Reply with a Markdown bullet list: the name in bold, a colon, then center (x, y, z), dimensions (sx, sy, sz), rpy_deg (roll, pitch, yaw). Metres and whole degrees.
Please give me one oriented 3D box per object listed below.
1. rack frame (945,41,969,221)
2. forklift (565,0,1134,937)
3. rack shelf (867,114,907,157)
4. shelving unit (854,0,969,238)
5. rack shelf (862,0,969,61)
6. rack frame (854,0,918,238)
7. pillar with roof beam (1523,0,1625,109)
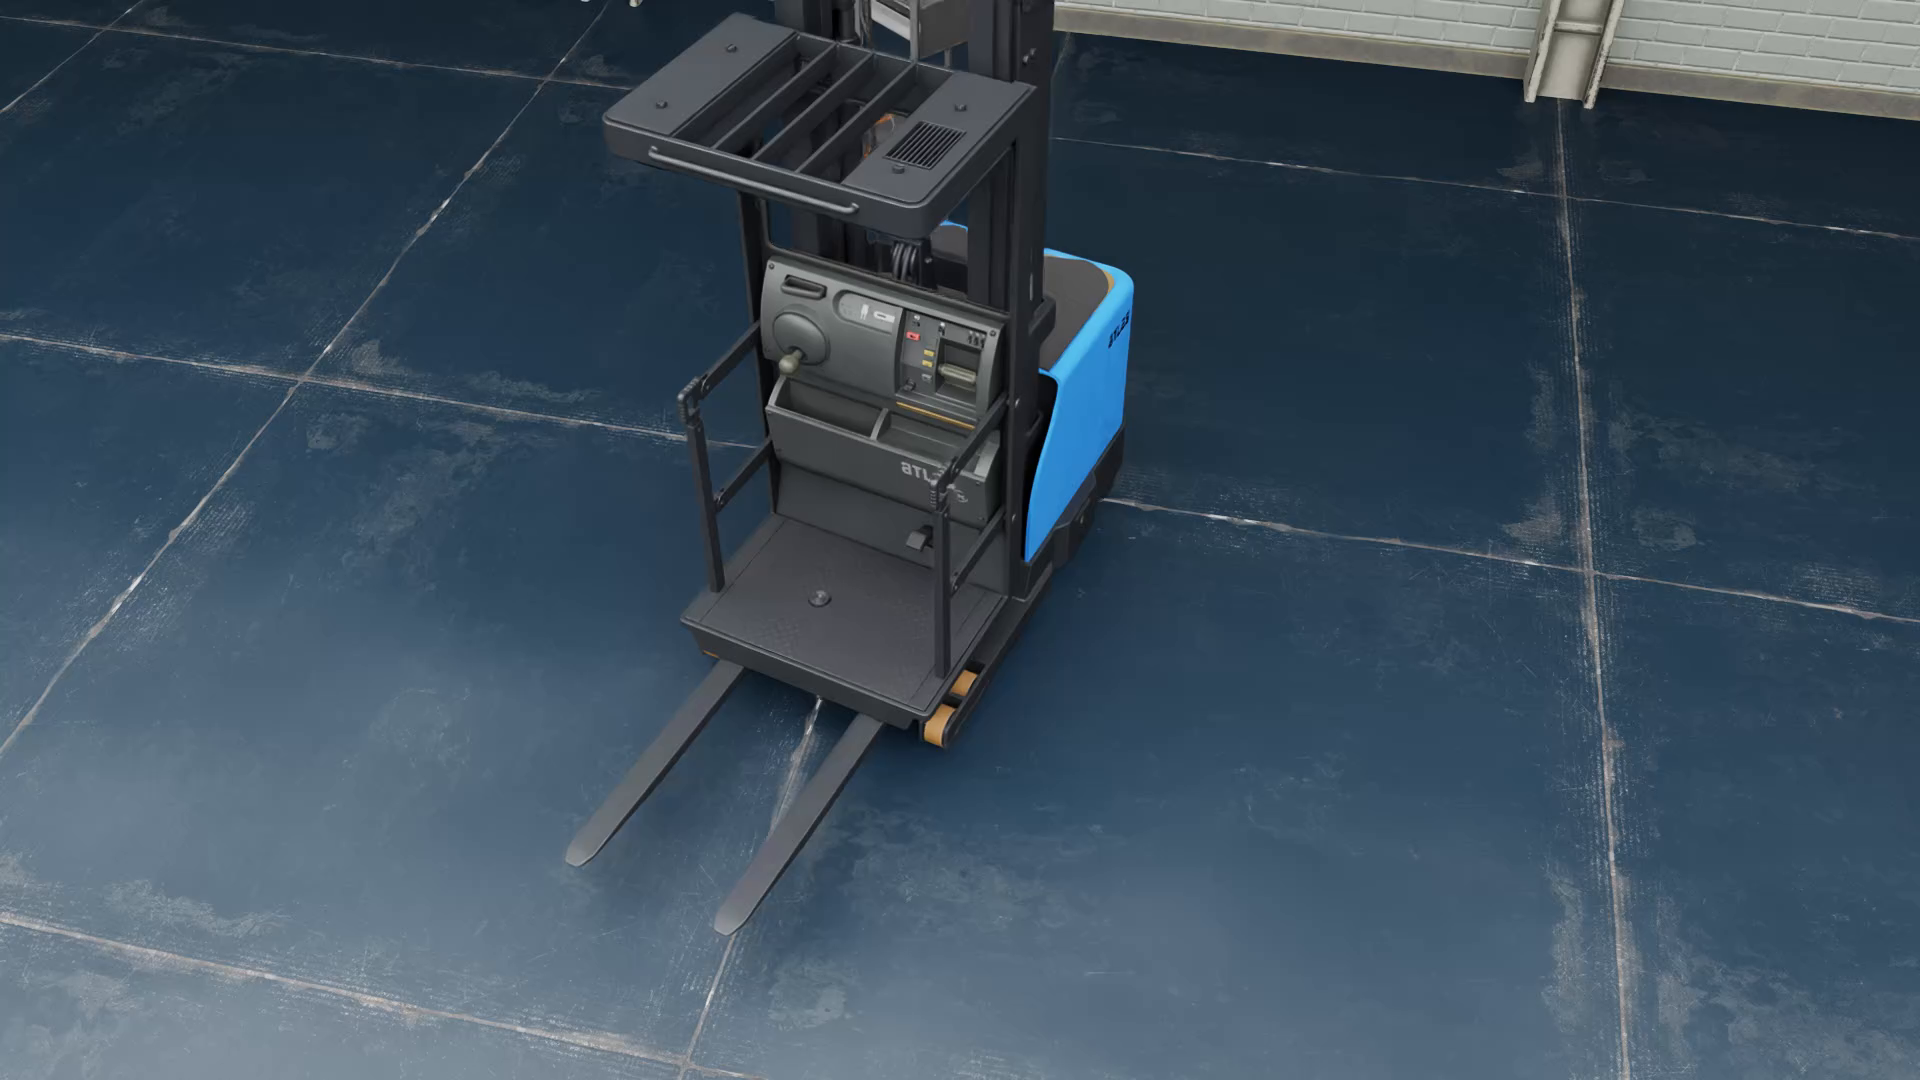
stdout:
- **rack frame**: center (0.065, -1.755, 7.520), dimensions (0.015, 2.100, 0.400), rpy_deg (-30, 52, -28)
- **forklift**: center (-0.386, -0.620, 5.740), dimensions (1.130, 2.935, 3.031), rpy_deg (19, 47, 19)
- **rack shelf**: center (-0.121, -1.637, 7.413), dimensions (0.480, 0.518, 0.431), rpy_deg (-30, 52, -28)
- **shelving unit**: center (-0.121, -1.647, 7.404), dimensions (0.503, 2.100, 0.431), rpy_deg (-30, 52, -28)
- **rack shelf**: center (-0.116, -2.144, 6.931), dimensions (0.480, 0.518, 0.431), rpy_deg (-30, 52, -28)
- **rack frame**: center (-0.306, -1.539, 7.288), dimensions (0.015, 2.100, 0.400), rpy_deg (-30, 52, -28)
- **pillar with roof beam**: center (2.659, -3.023, 3.862), dimensions (0.400, 9.000, 9.100), rpy_deg (9, 45, 9)
